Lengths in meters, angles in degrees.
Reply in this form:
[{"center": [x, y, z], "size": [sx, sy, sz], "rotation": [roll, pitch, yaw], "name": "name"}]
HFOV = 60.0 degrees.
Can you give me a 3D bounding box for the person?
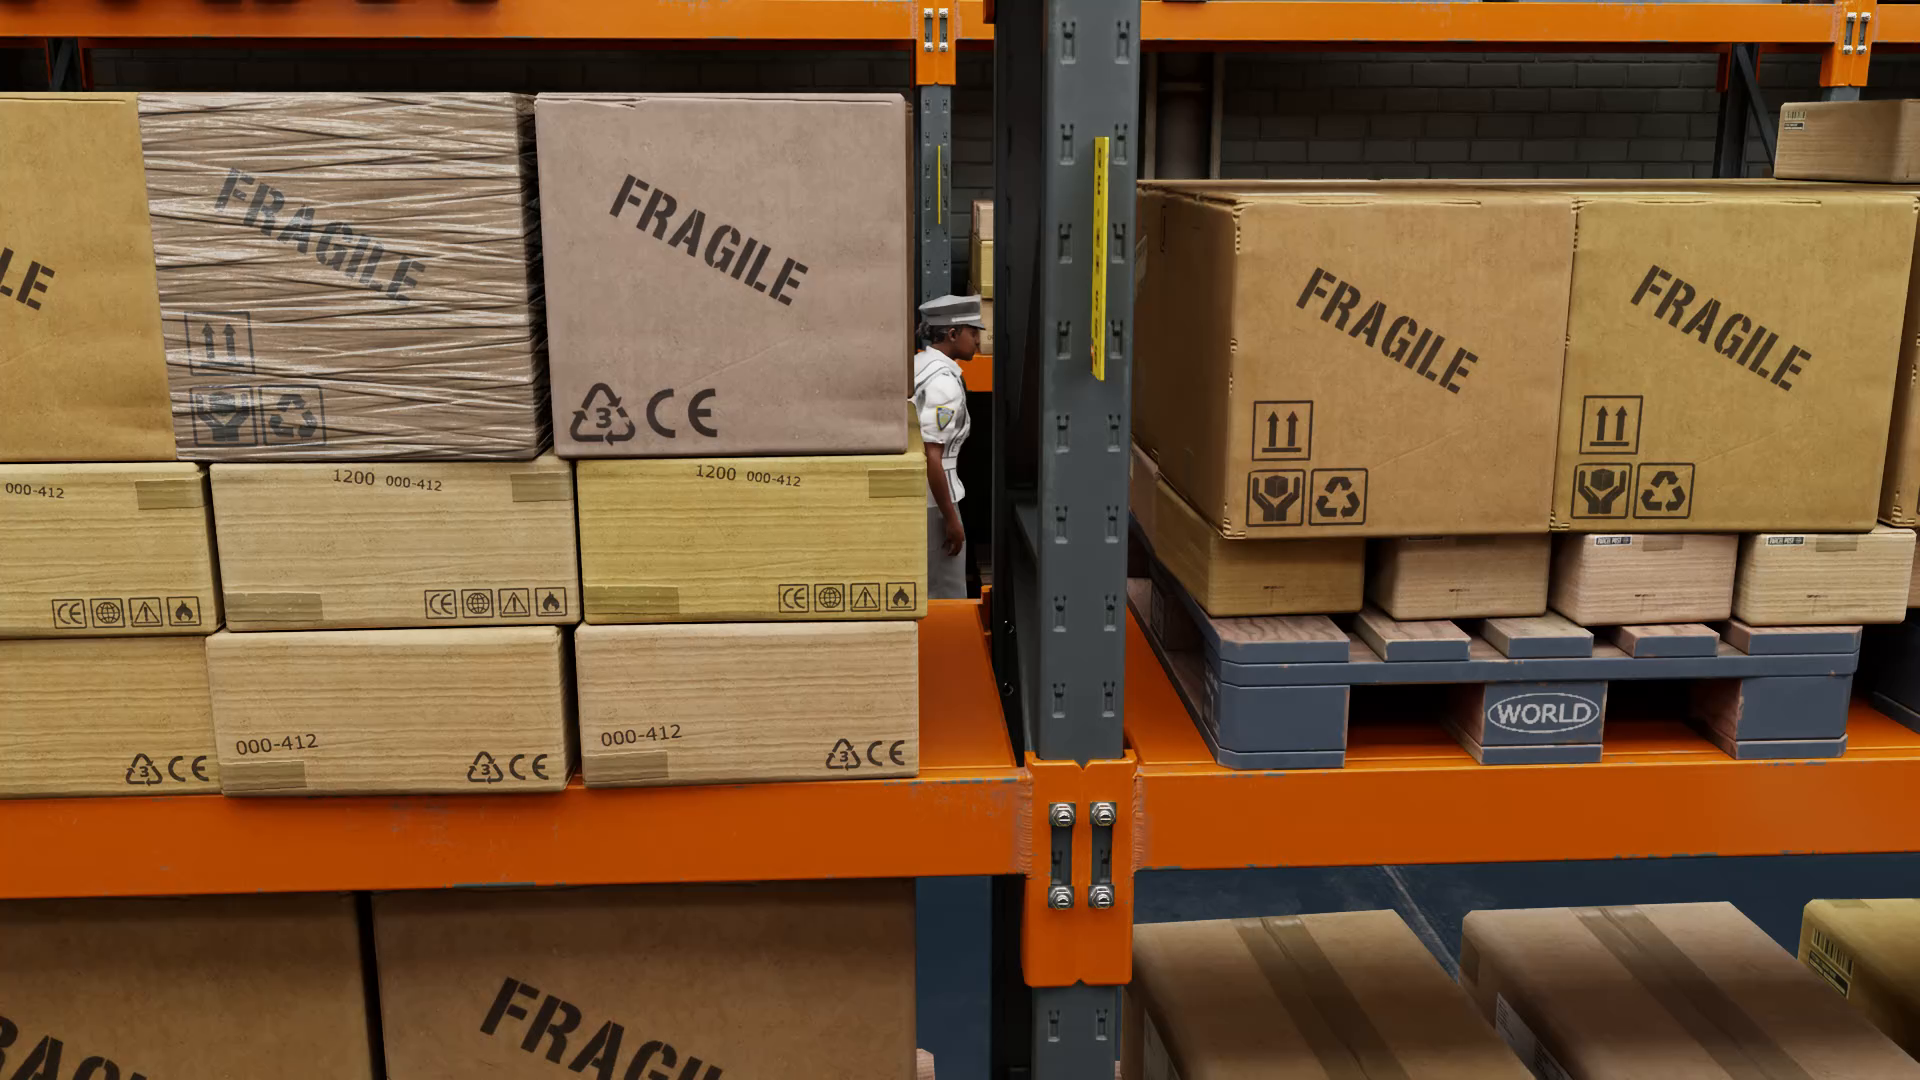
[{"center": [-0.078, -0.117, 6.477], "size": [0.413, 1.660, 0.507], "rotation": [-2, 14, -8], "name": "person"}]
